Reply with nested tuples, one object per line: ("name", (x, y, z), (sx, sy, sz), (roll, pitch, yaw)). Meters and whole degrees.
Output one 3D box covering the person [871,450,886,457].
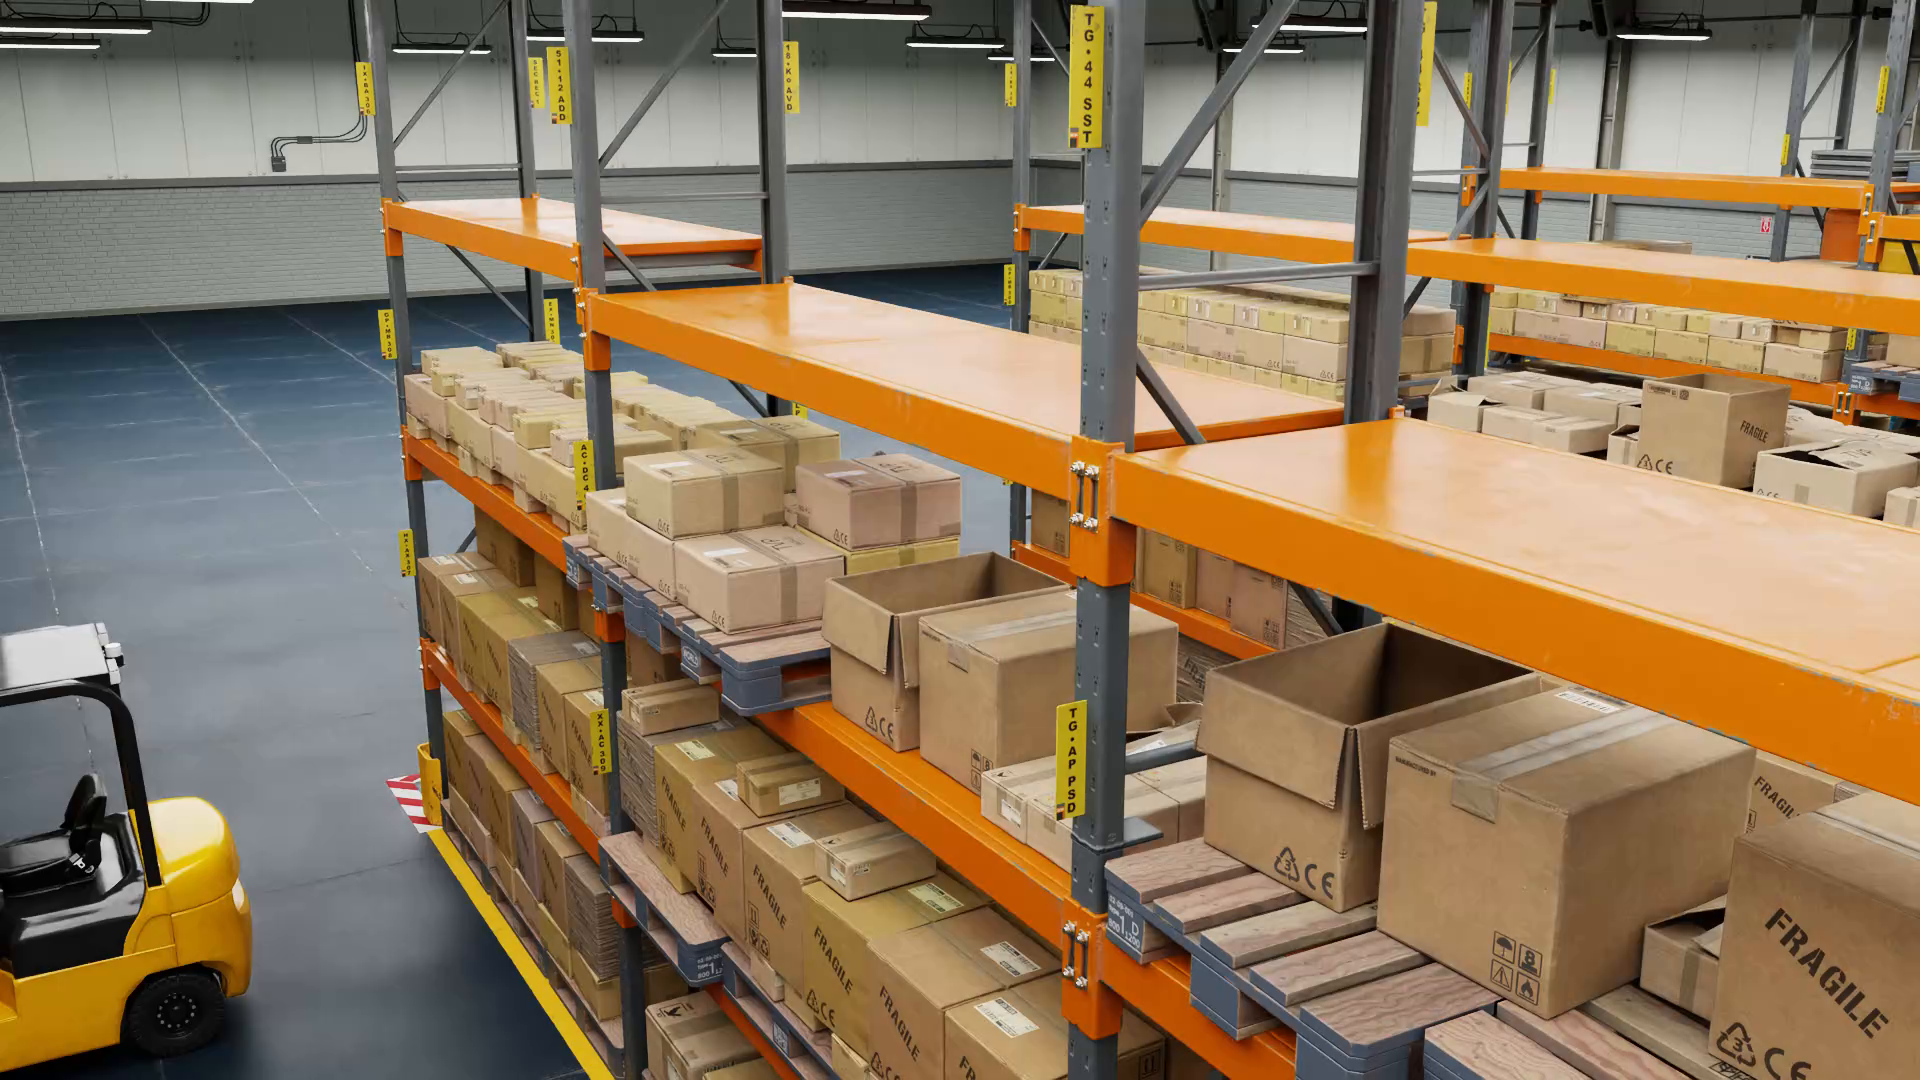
("person", (-0.721, -0.062, 16.257), (0.532, 1.655, 0.348), (-10, 18, -33))
